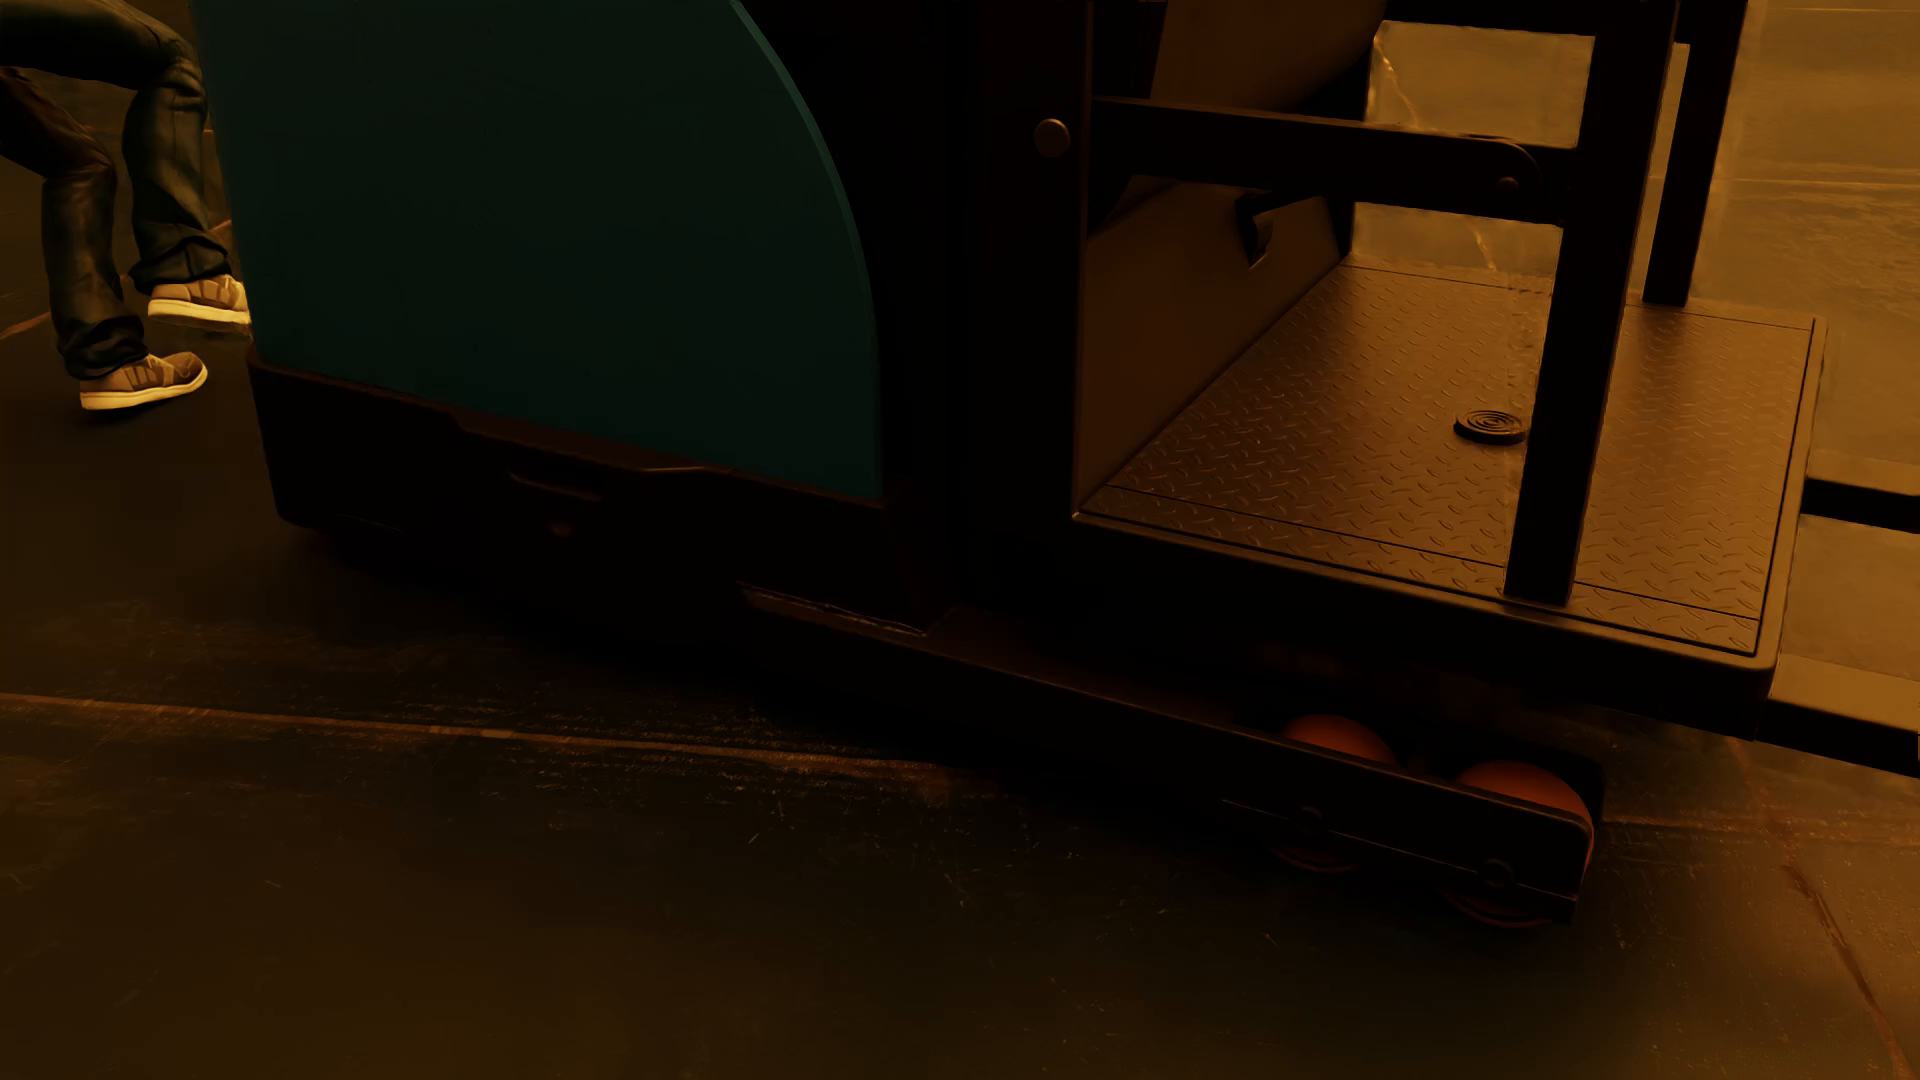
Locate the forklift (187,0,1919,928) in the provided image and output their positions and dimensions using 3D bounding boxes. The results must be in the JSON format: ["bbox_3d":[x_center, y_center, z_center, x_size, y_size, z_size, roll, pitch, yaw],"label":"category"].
[{"bbox_3d":[0.542,-1.187,1.595,3.031,2.935,1.130,13,29,24],"label":"forklift"}]

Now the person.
[{"bbox_3d":[-1.581,-0.972,2.944,0.825,1.365,0.827,10,28,20],"label":"person"}]
